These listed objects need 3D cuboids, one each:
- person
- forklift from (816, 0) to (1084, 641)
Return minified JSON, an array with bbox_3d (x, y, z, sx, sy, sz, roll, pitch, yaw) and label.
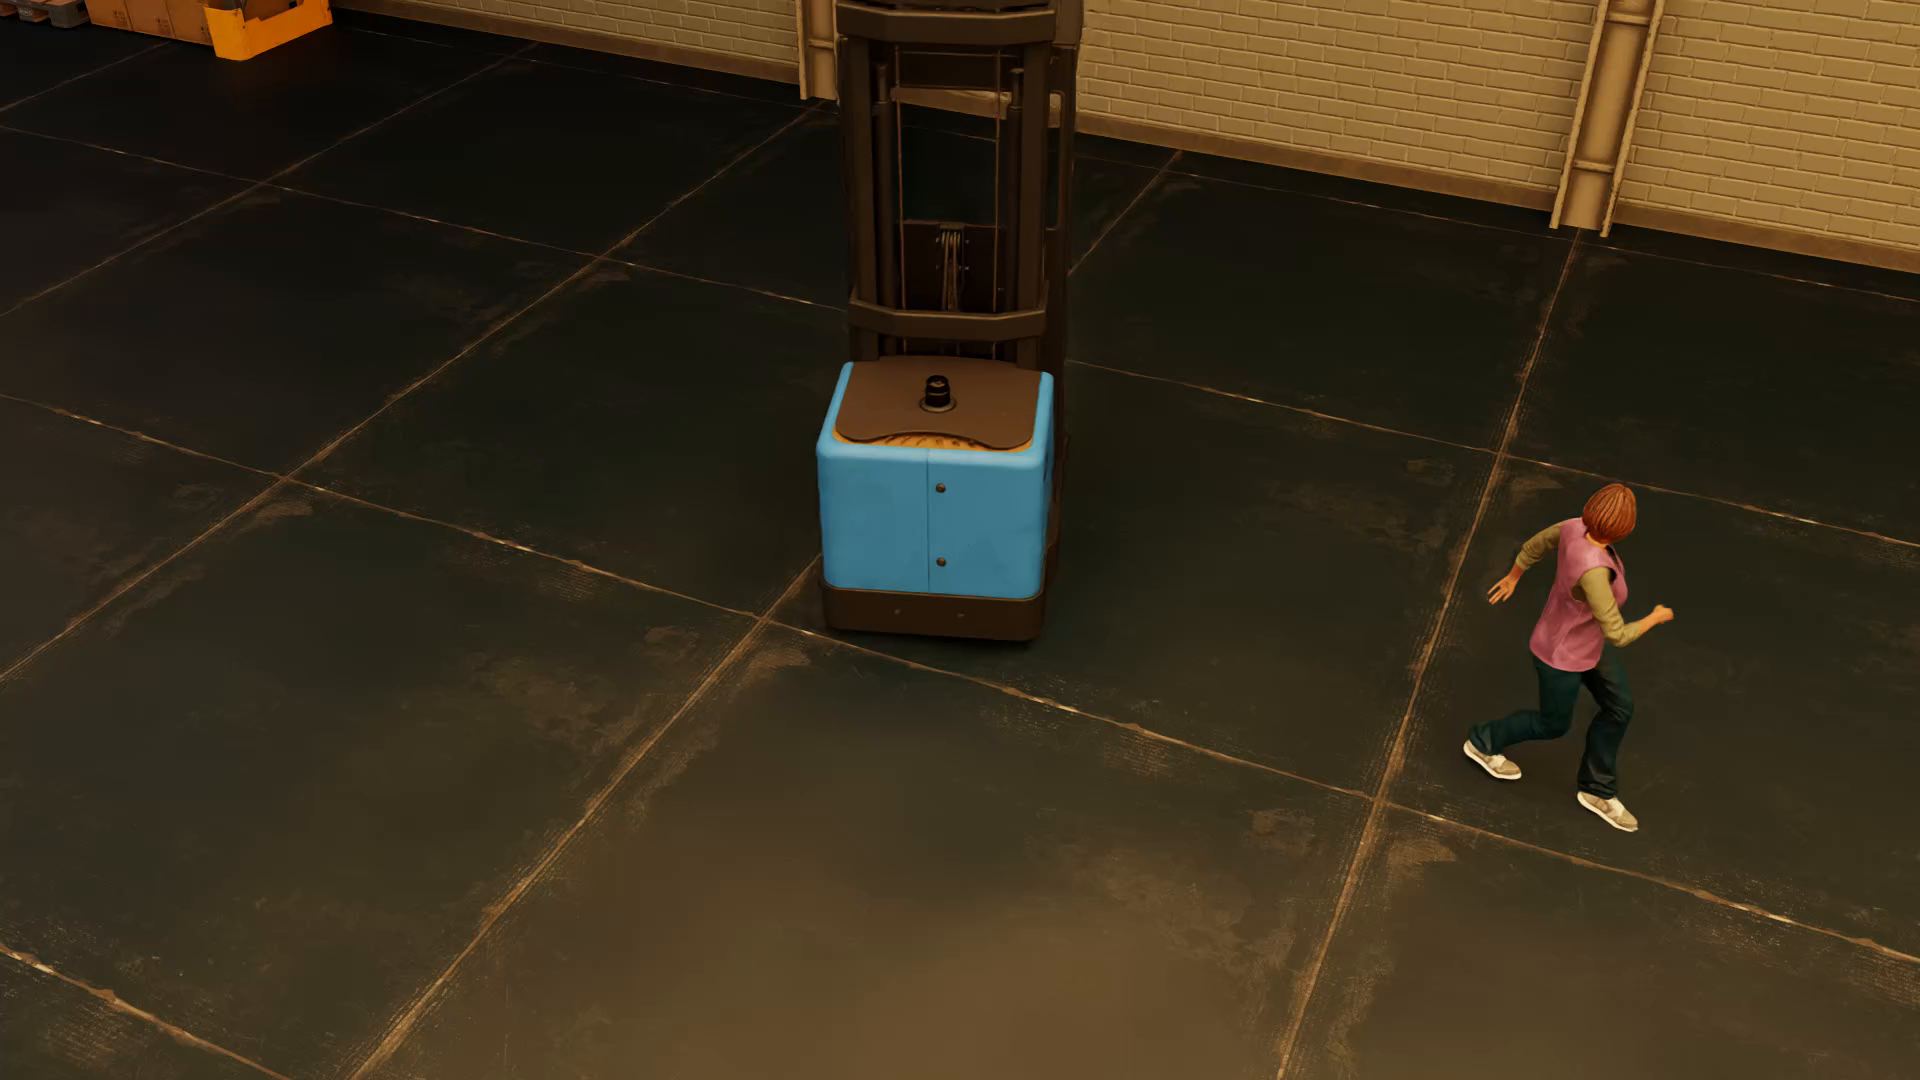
[{"bbox_3d":[2.494,0.438,6.704,0.838,1.533,0.433,20,40,26],"label":"person"},{"bbox_3d":[0.013,-1.559,8.272,1.130,2.935,3.031,3,36,5],"label":"forklift"}]
